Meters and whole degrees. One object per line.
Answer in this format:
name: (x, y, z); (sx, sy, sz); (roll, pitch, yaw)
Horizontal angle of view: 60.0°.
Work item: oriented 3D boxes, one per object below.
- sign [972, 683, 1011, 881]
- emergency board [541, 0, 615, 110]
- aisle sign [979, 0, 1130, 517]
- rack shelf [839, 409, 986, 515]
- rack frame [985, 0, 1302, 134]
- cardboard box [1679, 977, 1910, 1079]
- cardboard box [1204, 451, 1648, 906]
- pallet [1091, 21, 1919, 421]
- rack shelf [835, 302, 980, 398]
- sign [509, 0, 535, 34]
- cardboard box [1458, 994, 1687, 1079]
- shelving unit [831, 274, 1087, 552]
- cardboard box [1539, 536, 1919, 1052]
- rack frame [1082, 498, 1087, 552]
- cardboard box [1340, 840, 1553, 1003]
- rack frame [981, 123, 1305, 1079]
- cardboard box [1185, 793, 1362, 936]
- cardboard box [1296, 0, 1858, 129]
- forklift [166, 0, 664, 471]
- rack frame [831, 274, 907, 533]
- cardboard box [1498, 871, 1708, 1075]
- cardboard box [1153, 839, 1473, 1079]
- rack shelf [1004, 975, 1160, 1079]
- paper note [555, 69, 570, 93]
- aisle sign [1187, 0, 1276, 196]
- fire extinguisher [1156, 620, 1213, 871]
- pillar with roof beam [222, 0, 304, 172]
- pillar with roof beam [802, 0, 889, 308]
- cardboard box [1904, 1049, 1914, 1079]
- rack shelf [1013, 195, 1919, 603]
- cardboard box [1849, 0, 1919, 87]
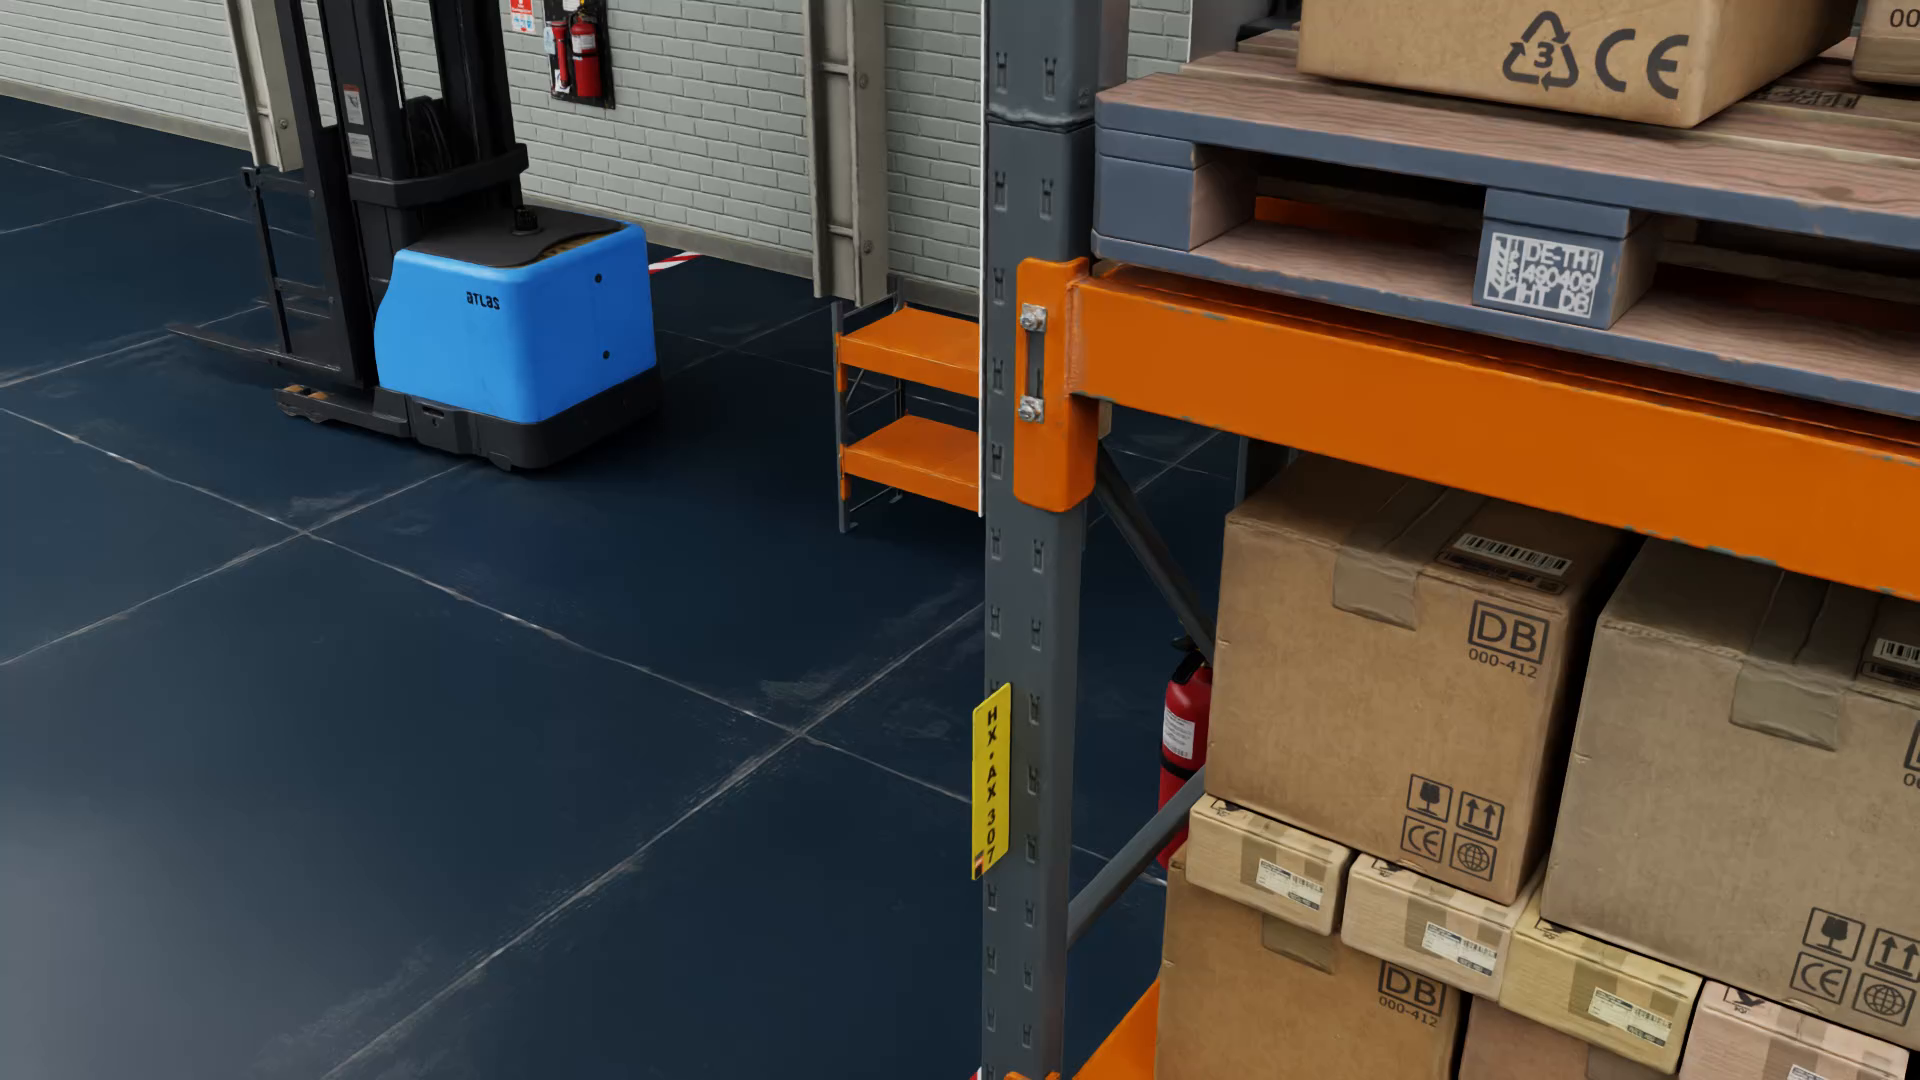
sign: (0.050, 0.386, 2.642); (0.005, 0.325, 0.100); (17, 32, 30)
emergency board: (-2.724, -3.585, 11.487); (0.643, 1.169, 0.194); (17, 32, 30)
aisle sign: (0.141, -0.459, 2.479); (0.004, 0.787, 0.394); (17, 32, 30)
rack shelf: (0.006, -0.282, 7.602); (1.000, 0.278, 0.538); (17, 32, 30)
rack frame: (0.369, -2.072, 1.900); (0.127, 3.000, 1.000); (17, 32, 30)
cardboard box: (1.201, 0.646, 2.348); (0.250, 0.149, 0.380); (17, 31, 30)
cardboard box: (0.790, 0.117, 2.672); (0.500, 0.500, 0.700); (17, 32, 30)
pallet: (0.937, -0.505, 2.225); (1.213, 0.211, 1.003); (17, 32, 30)
rack shelf: (0.006, -0.760, 7.359); (1.000, 0.278, 0.538); (17, 32, 30)
sign: (-3.121, -3.781, 11.833); (0.234, 0.329, 0.001); (17, 32, 30)
cardboard box: (1.182, 0.815, 2.732); (0.500, 0.500, 0.700); (18, 32, 32)
shelving unit: (0.006, -0.500, 7.491); (1.048, 1.125, 0.538); (17, 32, 30)
cardboard box: (1.227, 0.250, 2.411); (0.500, 0.500, 0.700); (16, 31, 29)
rack frame: (0.425, -0.369, 7.235); (0.032, 1.125, 0.500); (17, 32, 30)
cardboard box: (0.789, 0.516, 2.604); (0.250, 0.149, 0.380); (16, 31, 29)
rack frame: (0.369, 0.601, 3.261); (0.127, 3.000, 1.000); (17, 32, 30)
cardboard box: (0.570, 0.449, 2.735); (0.250, 0.149, 0.380); (17, 32, 30)
cardboard box: (0.840, -0.882, 2.137); (0.637, 0.503, 0.797); (20, 33, 34)
forklift: (-3.145, -2.129, 8.701); (3.031, 2.935, 1.130); (15, 30, 26)
rack frame: (-0.413, -0.630, 7.748); (0.032, 1.125, 0.500); (17, 32, 30)
cardboard box: (0.994, 0.580, 2.477); (0.250, 0.149, 0.380); (17, 32, 31)
cardboard box: (0.746, 0.682, 2.993); (0.500, 0.500, 0.700); (17, 32, 30)
rack shelf: (2.017, 1.436, 2.415); (4.000, 0.370, 1.077); (17, 32, 30)
paper note: (-2.831, -3.263, 11.827); (0.142, 0.148, 0.016); (17, 32, 30)
aisle sign: (0.481, -0.684, 2.920); (0.004, 0.787, 0.394); (17, 32, 30)
fire extinguisher: (0.534, 0.432, 3.679); (0.183, 0.674, 0.296); (17, 32, 30)
pillar with roof beam: (-8.092, -5.541, 8.716); (0.400, 9.000, 9.100); (17, 32, 30)
pillar with roof beam: (-3.146, -4.000, 5.688); (0.400, 9.000, 9.100); (17, 32, 30)
cardboard box: (1.588, 0.944, 2.477); (0.500, 0.500, 0.700); (18, 32, 31)
rack shelf: (2.017, 0.099, 1.735); (4.000, 0.370, 1.077); (17, 32, 30)
cardboard box: (1.467, -0.721, 2.100); (0.500, 0.250, 0.500); (17, 32, 30)
